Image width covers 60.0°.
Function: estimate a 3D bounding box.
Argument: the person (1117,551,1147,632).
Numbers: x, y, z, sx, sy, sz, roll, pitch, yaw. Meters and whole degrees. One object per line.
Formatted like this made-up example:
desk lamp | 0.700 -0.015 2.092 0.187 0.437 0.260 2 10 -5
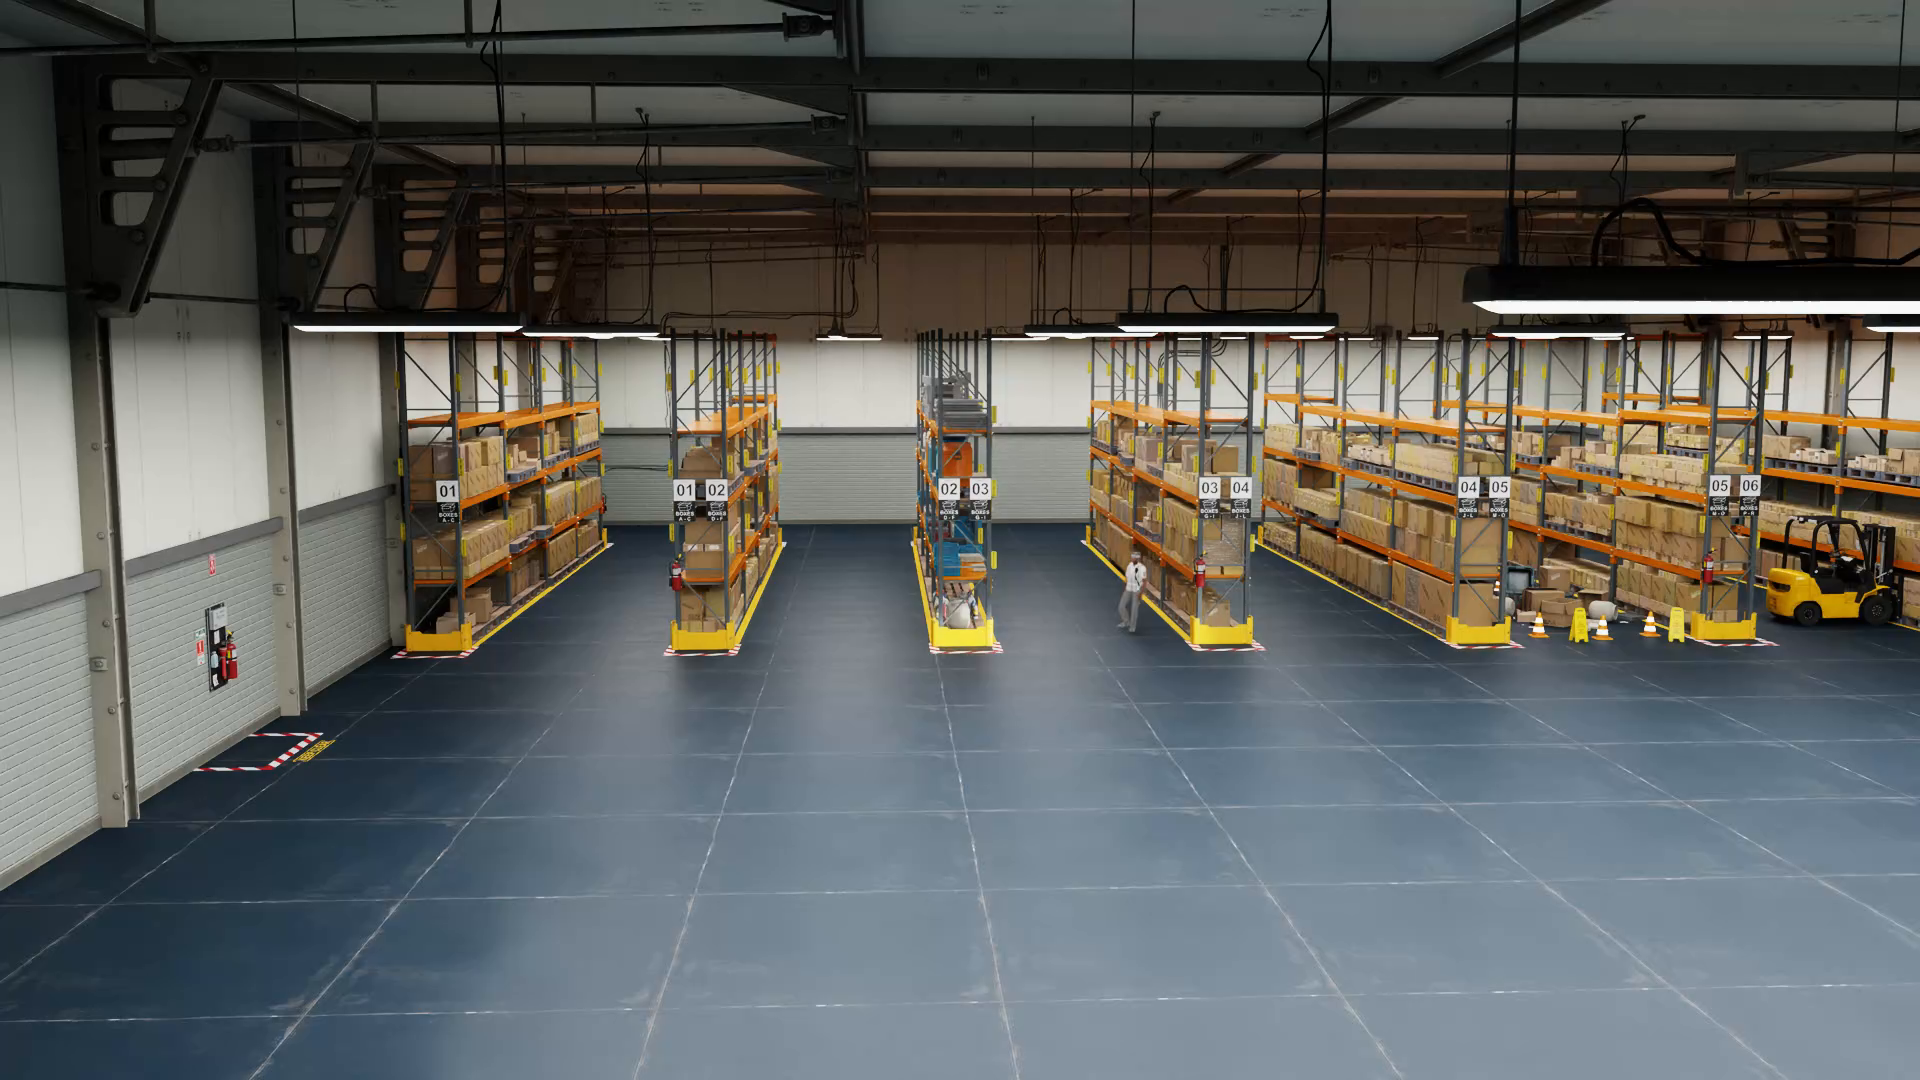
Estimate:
person | 3.429 1.033 33.167 0.701 1.674 0.450 5 9 38
